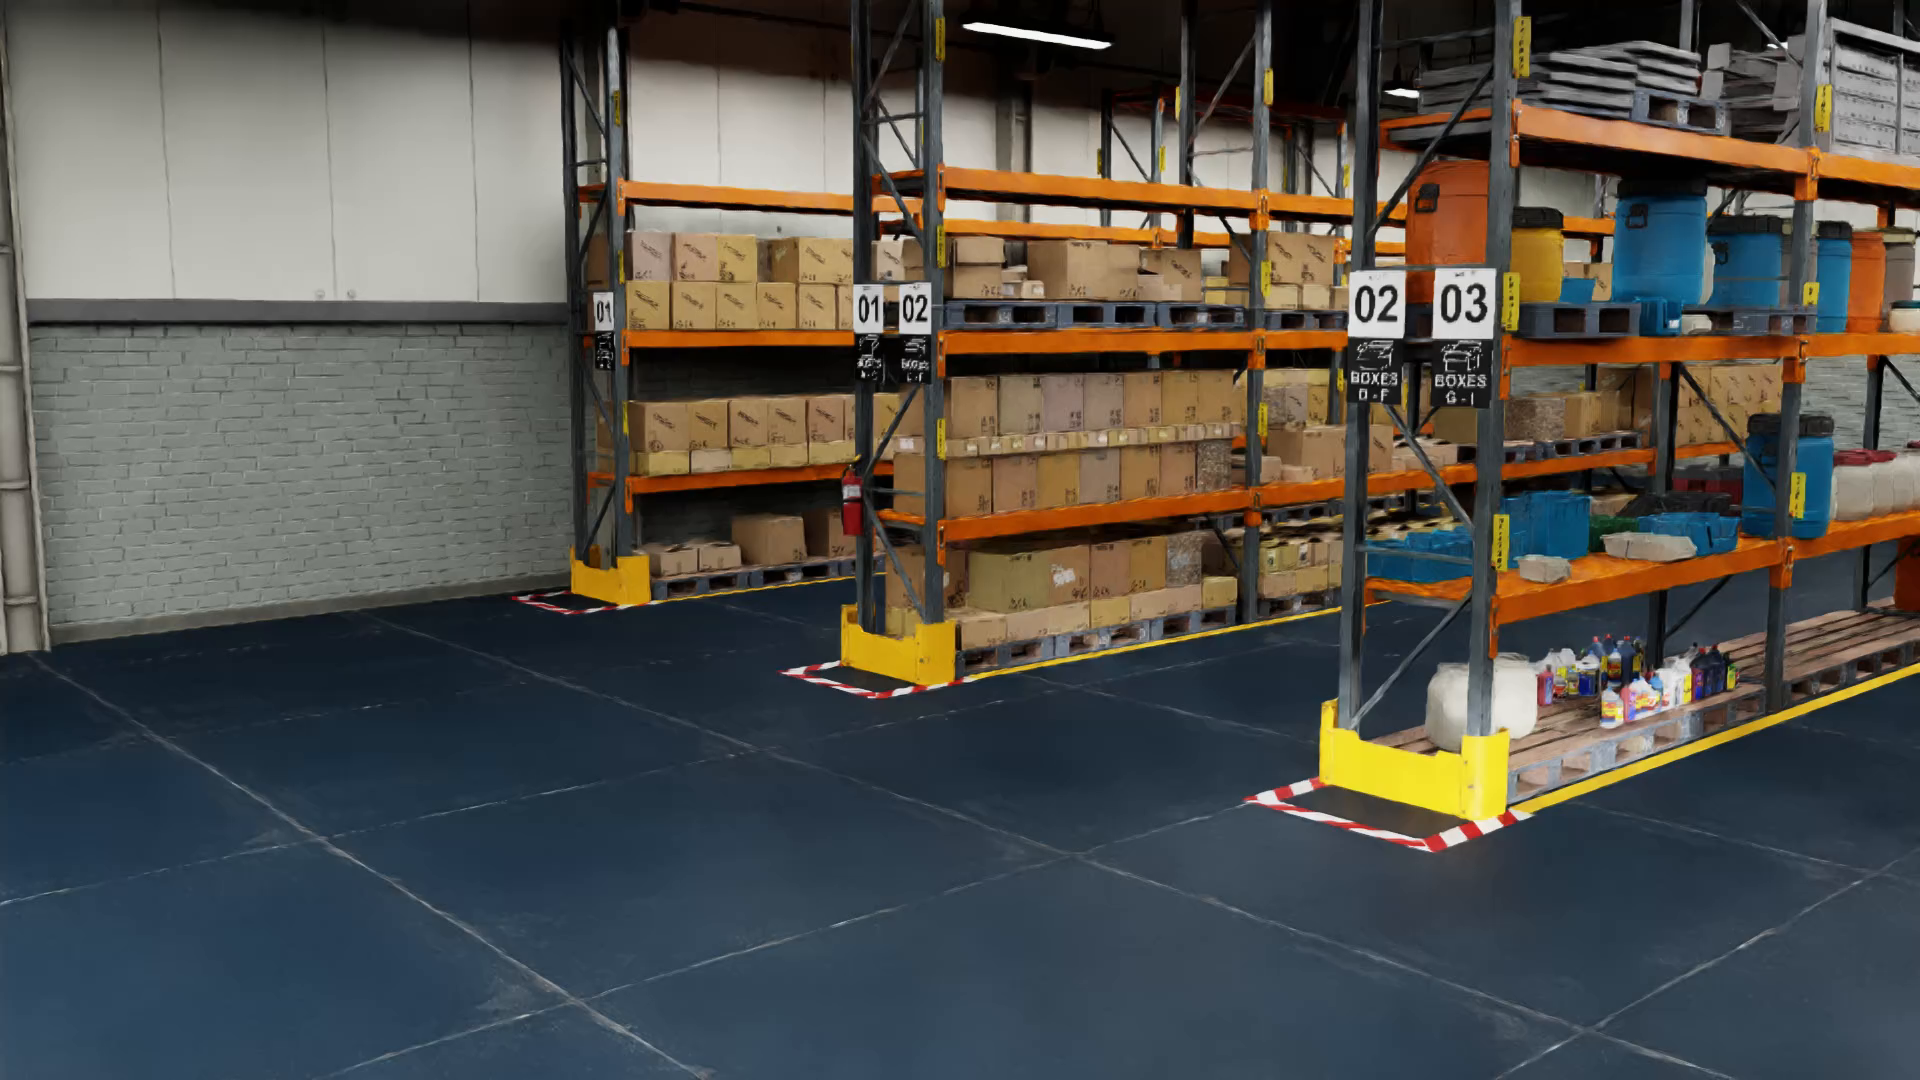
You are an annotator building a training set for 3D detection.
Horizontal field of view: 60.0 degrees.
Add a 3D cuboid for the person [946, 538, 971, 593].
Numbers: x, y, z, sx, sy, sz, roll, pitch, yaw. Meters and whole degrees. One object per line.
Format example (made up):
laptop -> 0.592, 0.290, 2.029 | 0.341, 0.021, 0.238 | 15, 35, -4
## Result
person -> 0.018, -0.079, 16.274 | 0.492, 1.672, 0.329 | -2, 8, -18
